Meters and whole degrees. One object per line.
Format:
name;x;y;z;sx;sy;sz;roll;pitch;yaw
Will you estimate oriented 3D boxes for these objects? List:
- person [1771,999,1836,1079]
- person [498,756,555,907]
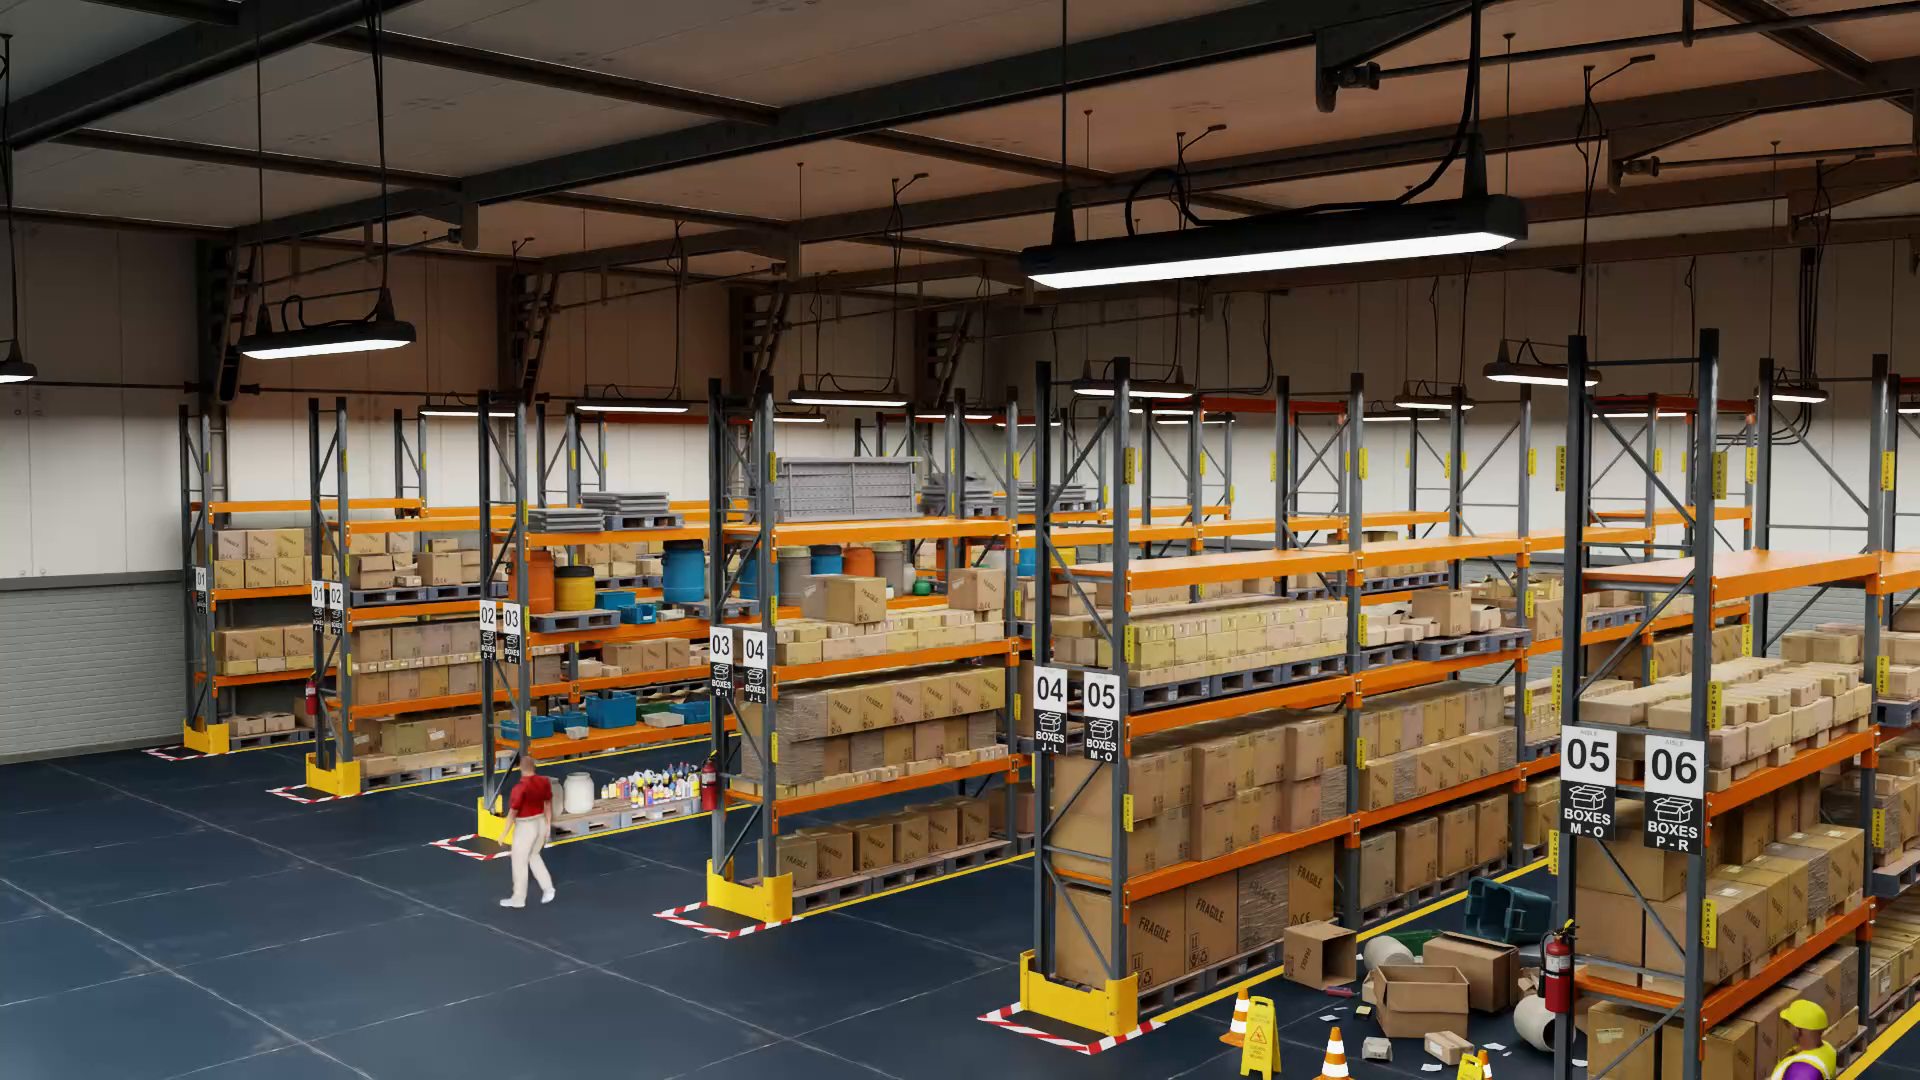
person;5.161;3.734;10.461;0.629;1.749;0.637;1;3;20
person;-4.946;3.313;18.917;0.554;1.748;0.604;1;3;24
